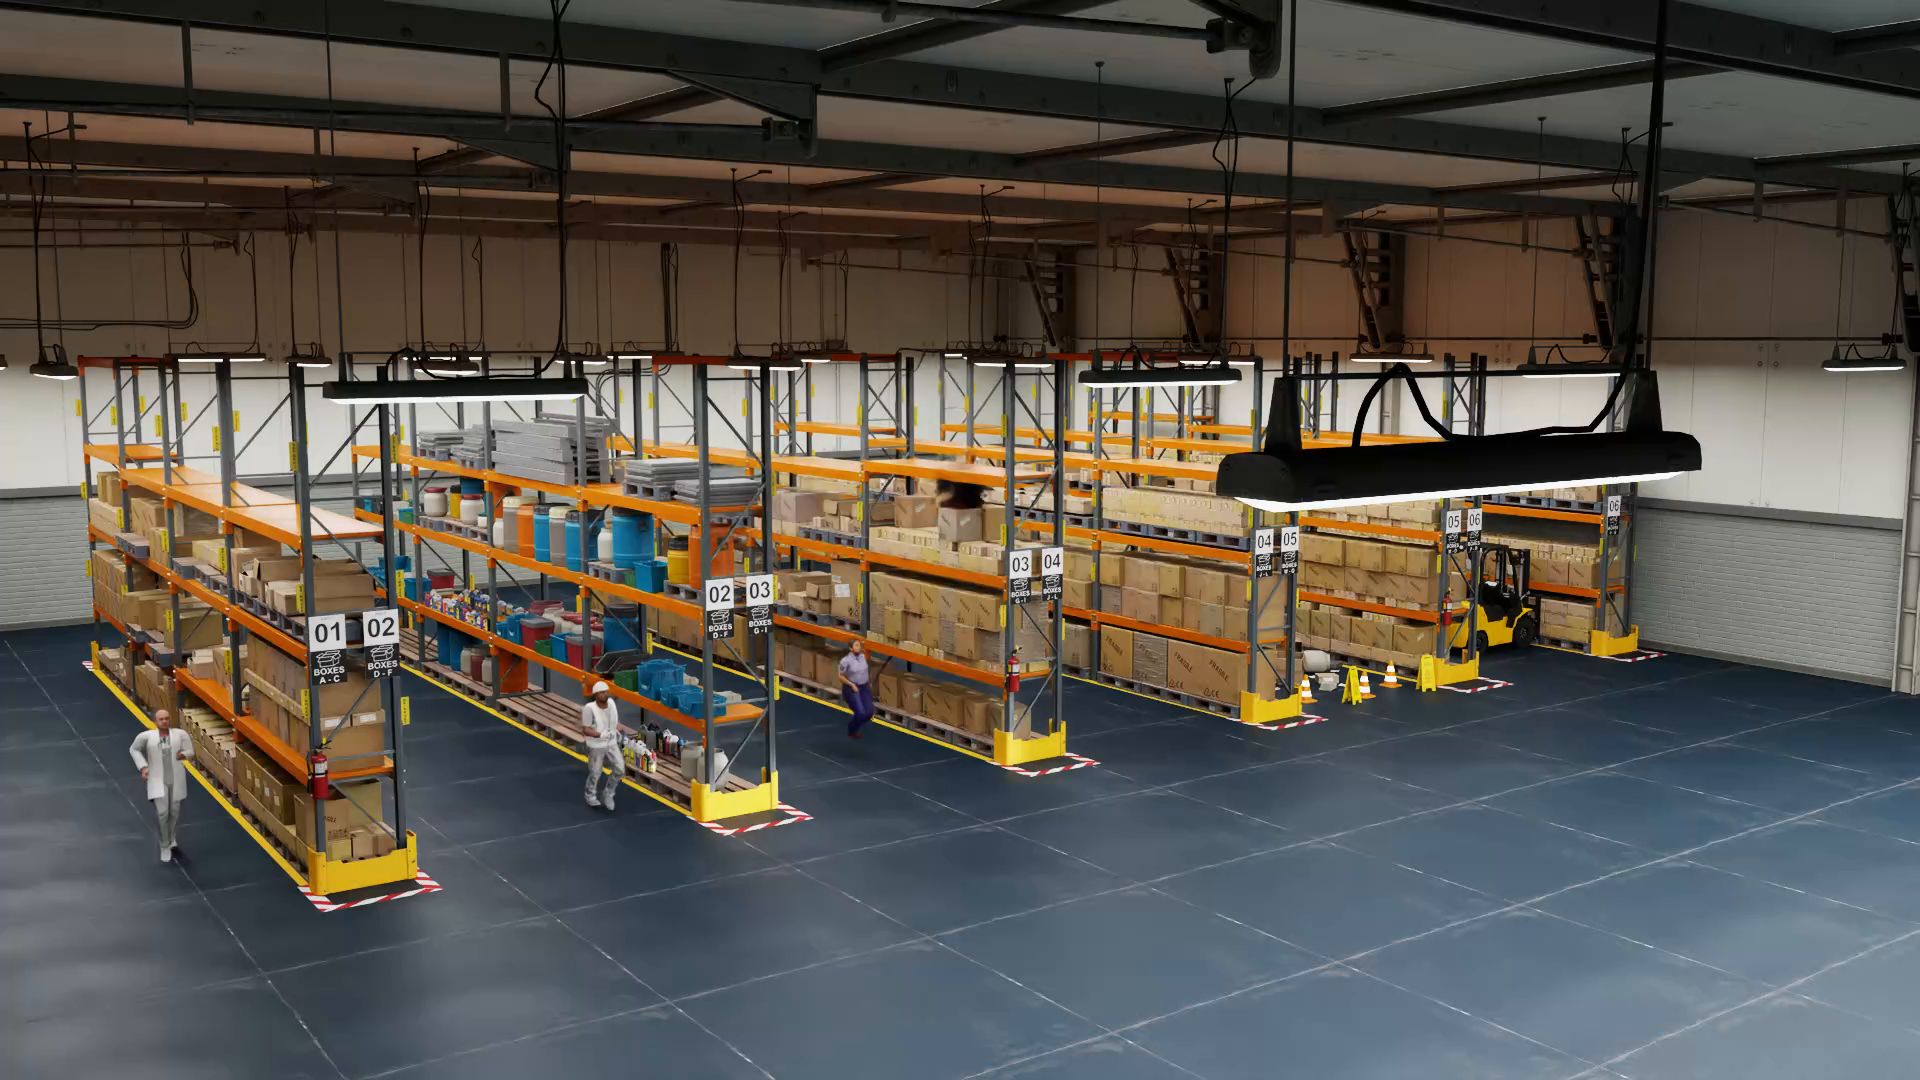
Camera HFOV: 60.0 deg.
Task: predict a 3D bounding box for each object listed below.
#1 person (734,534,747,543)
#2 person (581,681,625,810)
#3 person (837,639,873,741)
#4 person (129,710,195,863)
[{"bbox_3d":[-5.524,0.564,40.869,0.799,1.699,0.613,3,8,24],"label":"person"},{"bbox_3d":[-4.756,2.760,22.247,0.662,1.774,0.785,-7,10,-43],"label":"person"},{"bbox_3d":[-1.565,2.301,25.176,0.586,1.610,0.495,-6,9,-42],"label":"person"},{"bbox_3d":[-9.723,2.988,20.366,0.682,1.841,0.801,-5,9,-37],"label":"person"}]
